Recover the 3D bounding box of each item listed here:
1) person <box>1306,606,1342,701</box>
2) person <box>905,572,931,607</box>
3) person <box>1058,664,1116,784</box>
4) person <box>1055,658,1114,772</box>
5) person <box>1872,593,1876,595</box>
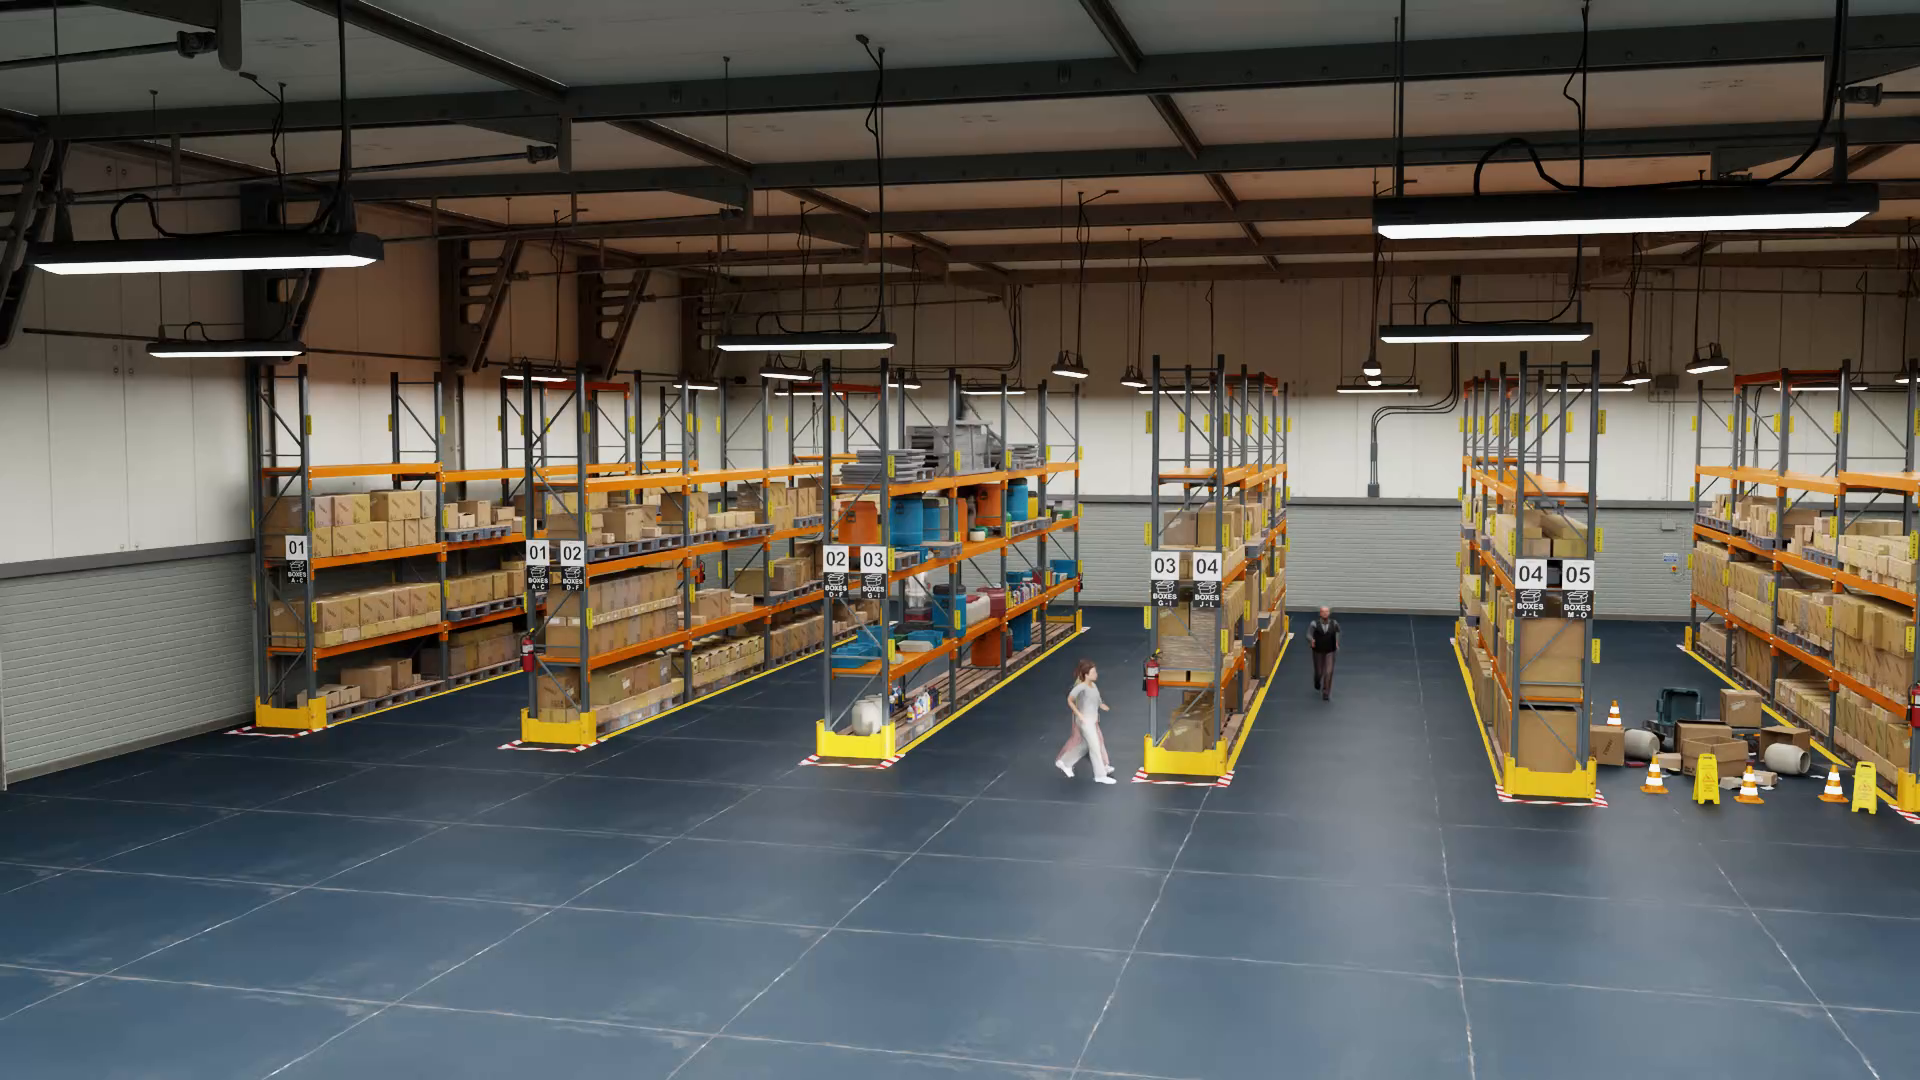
[{"bbox_3d":[6.678,2.052,30.515,0.654,1.704,0.880,1,4,8],"label":"person"},{"bbox_3d":[-1.060,1.358,40.375,0.683,1.740,0.616,0,4,3],"label":"person"},{"bbox_3d":[1.751,2.550,23.242,0.899,1.656,0.573,2,5,31],"label":"person"},{"bbox_3d":[1.819,2.526,24.076,0.880,1.624,0.456,1,4,16],"label":"person"},{"bbox_3d":[18.068,1.864,32.889,0.671,1.776,0.707,0,4,-1],"label":"person"}]
